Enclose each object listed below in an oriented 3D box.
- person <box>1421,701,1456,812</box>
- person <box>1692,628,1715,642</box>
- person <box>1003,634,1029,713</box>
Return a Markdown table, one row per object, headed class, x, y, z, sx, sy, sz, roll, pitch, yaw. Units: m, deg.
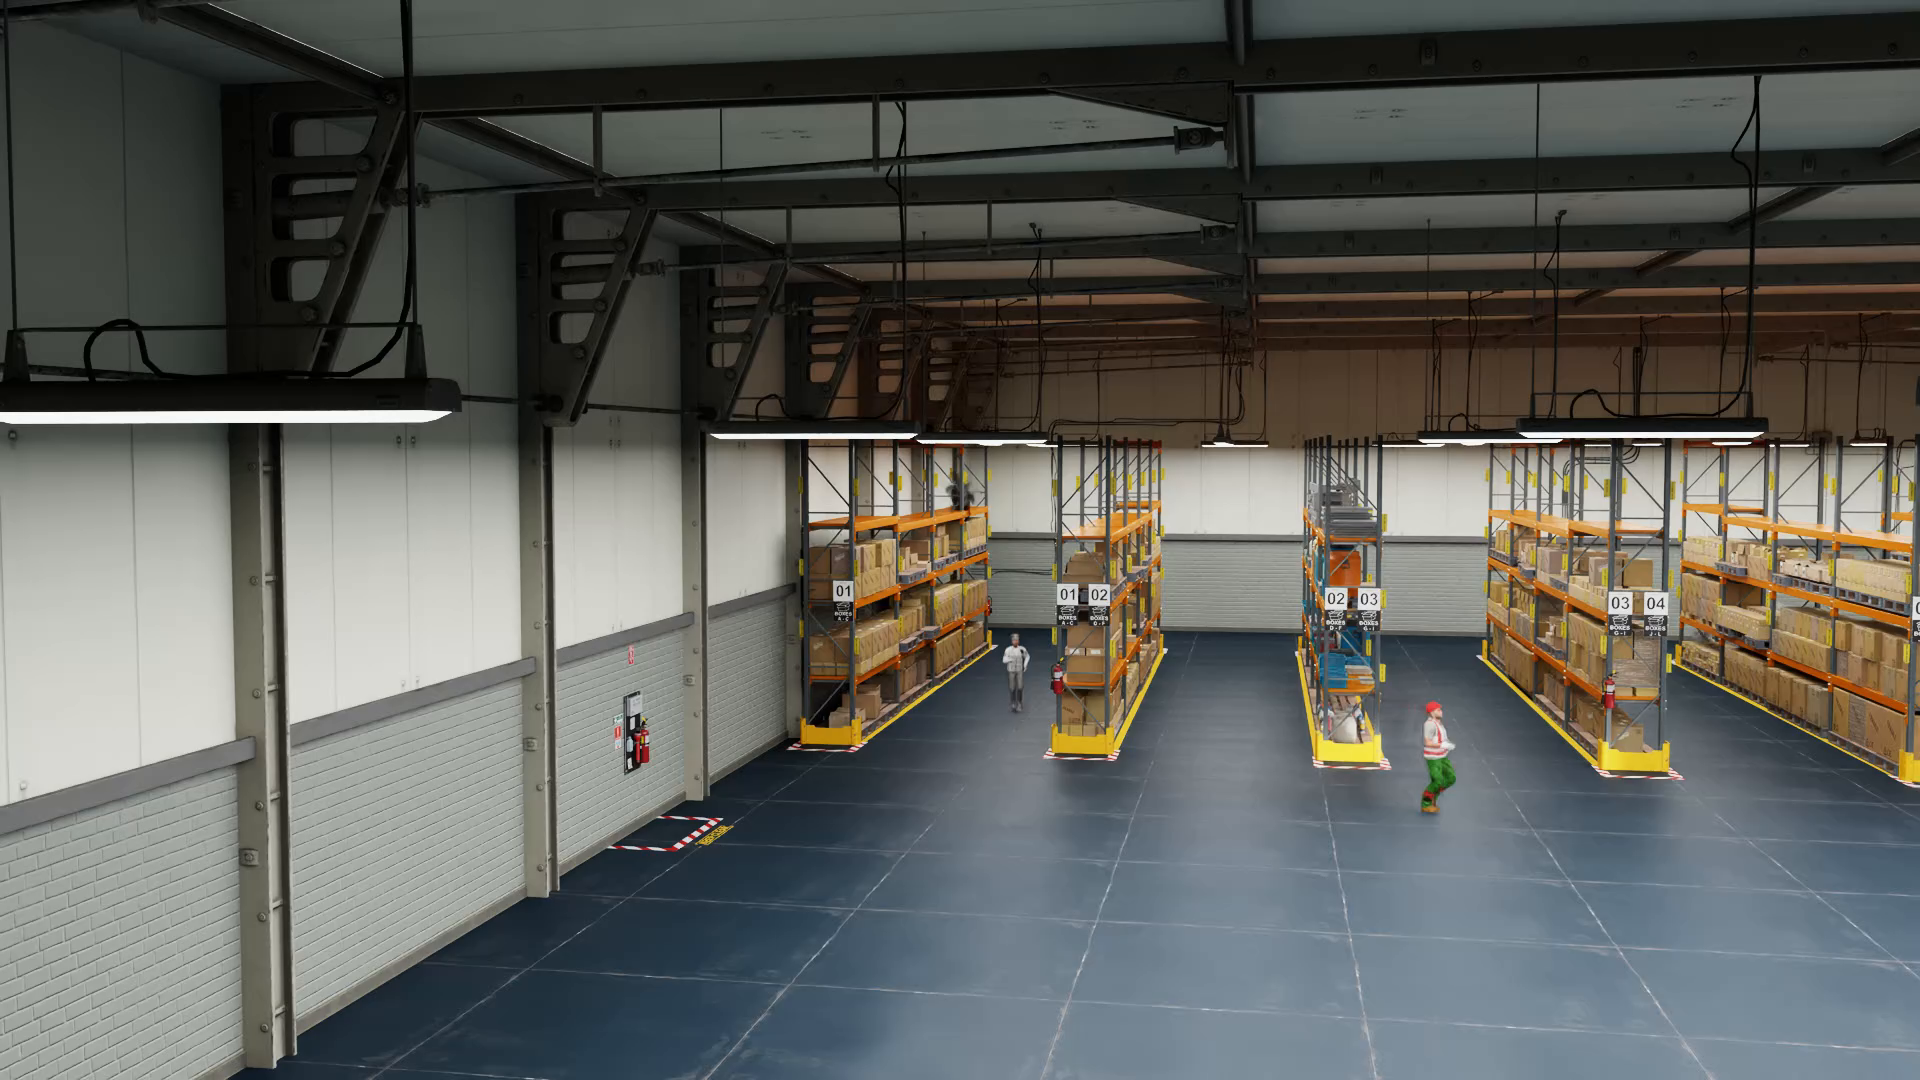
| class | x | y | z | sx | sy | sz | roll | pitch | yaw |
| --- | --- | --- | --- | --- | --- | --- | --- | --- | --- |
| person | 7.554 | 3.415 | 26.156 | 0.591 | 1.746 | 0.641 | 2 | 4 | 36 |
| person | 20.393 | 2.362 | 45.749 | 0.739 | 1.768 | 0.900 | -2 | 4 | -36 |
| person | 1.230 | 2.912 | 36.382 | 0.592 | 1.734 | 0.684 | 0 | 3 | 1 |
